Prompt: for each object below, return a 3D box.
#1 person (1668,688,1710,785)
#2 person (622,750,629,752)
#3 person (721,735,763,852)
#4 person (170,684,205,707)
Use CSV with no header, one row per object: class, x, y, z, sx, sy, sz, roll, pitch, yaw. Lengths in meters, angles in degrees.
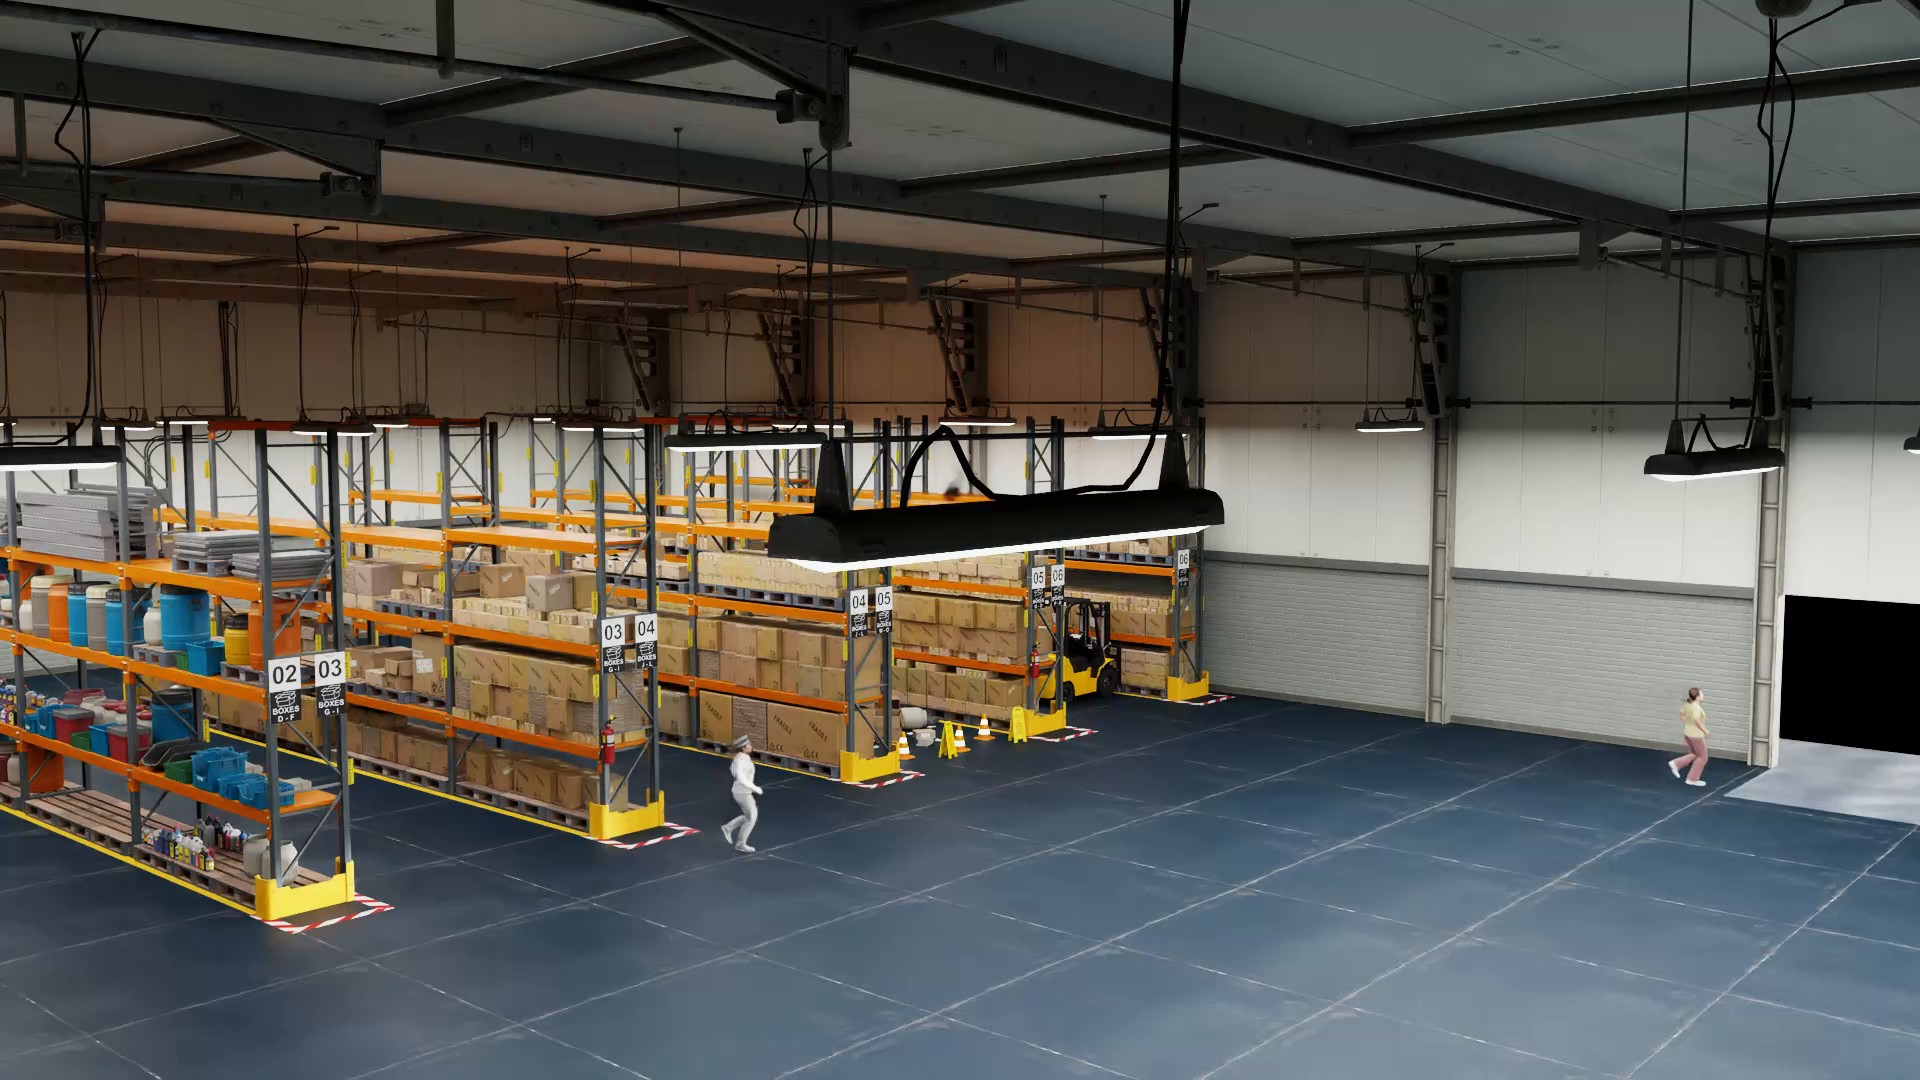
person,12.051,3.239,27.483,0.571,1.627,0.609,0,5,-1
person,-6.299,2.919,30.212,0.986,1.763,0.693,4,6,41
person,-3.069,3.567,23.457,0.552,1.664,0.656,-1,5,-11
person,-13.262,3.085,28.499,0.811,1.801,0.621,3,6,31
